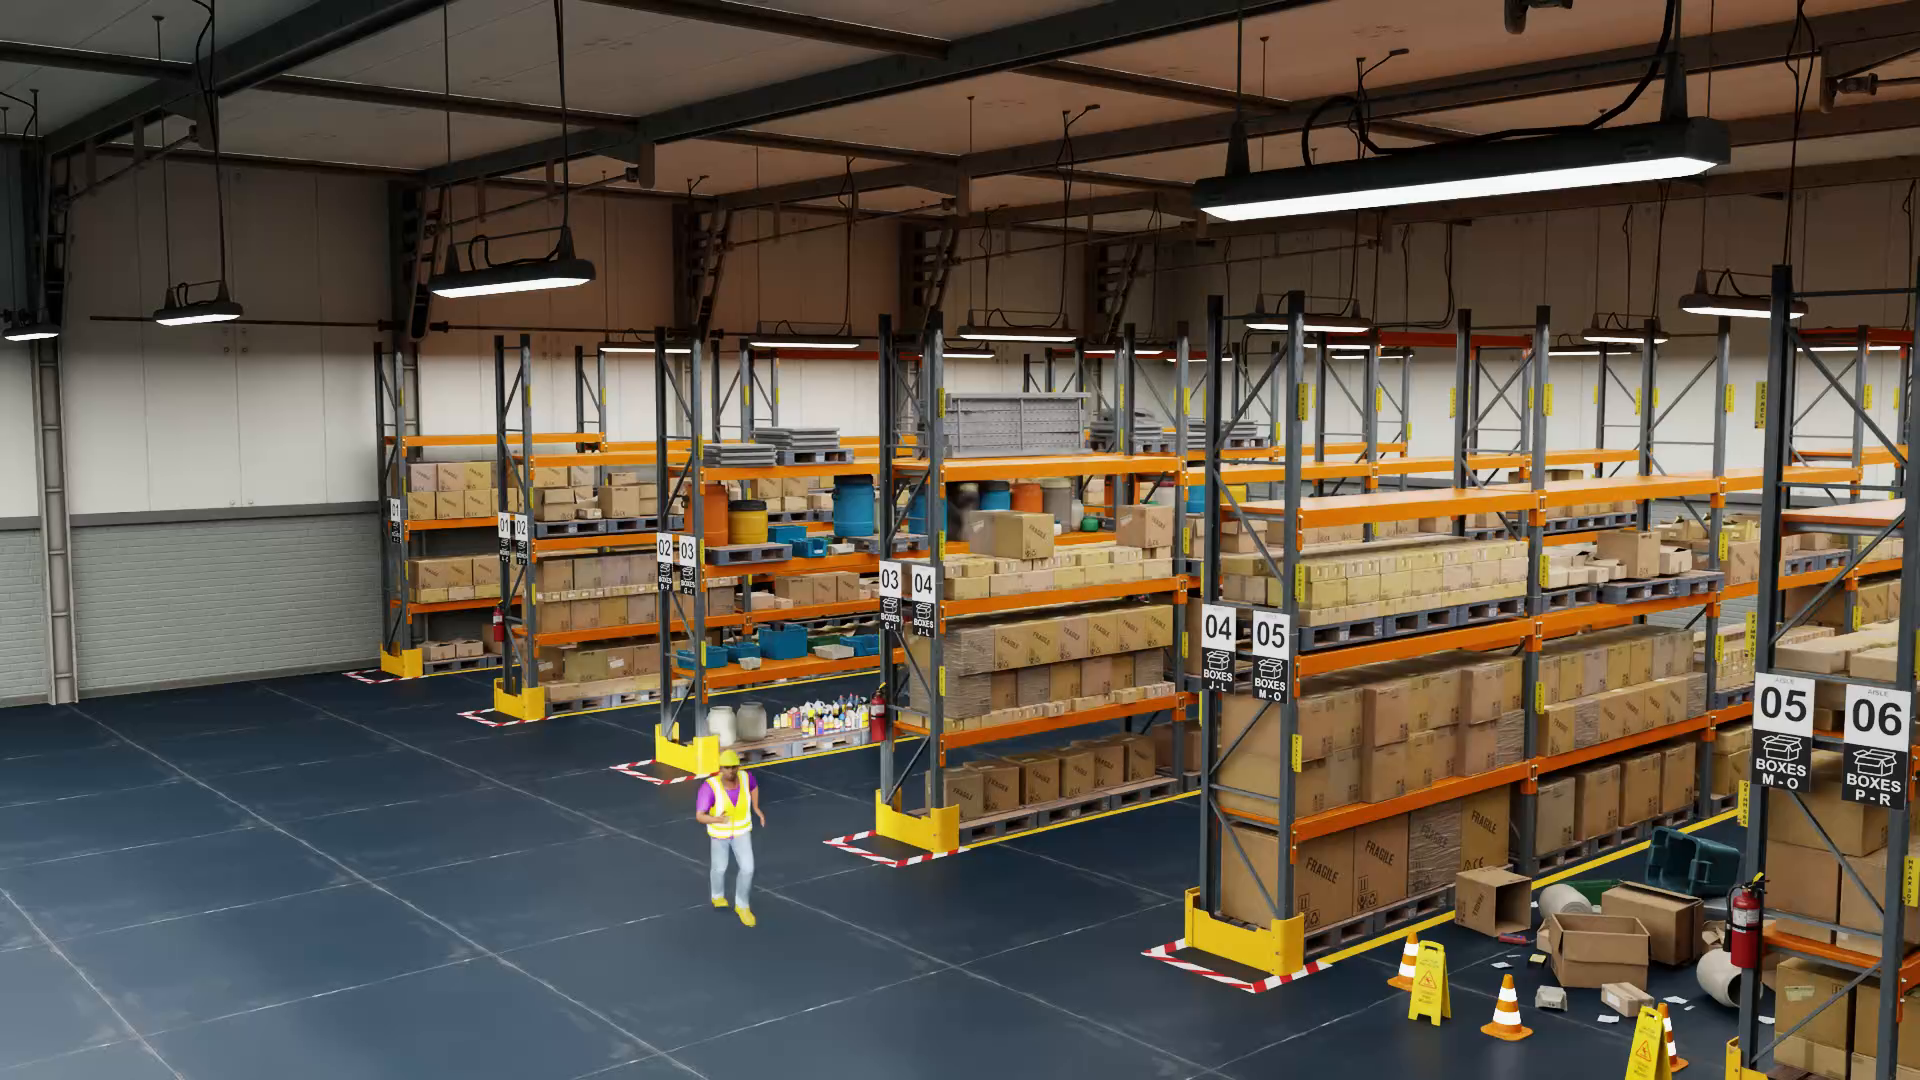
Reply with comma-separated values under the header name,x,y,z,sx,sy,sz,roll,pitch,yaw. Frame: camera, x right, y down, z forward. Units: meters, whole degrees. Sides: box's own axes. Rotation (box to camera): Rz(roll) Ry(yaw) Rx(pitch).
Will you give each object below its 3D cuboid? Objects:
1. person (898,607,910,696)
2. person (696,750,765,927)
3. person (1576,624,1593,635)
name,x,y,z,sx,sy,sz,roll,pitch,yaw
person,-0.959,1.807,27.628,0.675,1.710,0.596,-4,7,-39
person,-2.217,2.851,16.095,0.717,1.725,0.990,-2,5,-18
person,9.602,2.036,25.517,0.708,1.715,0.583,-5,7,-44
